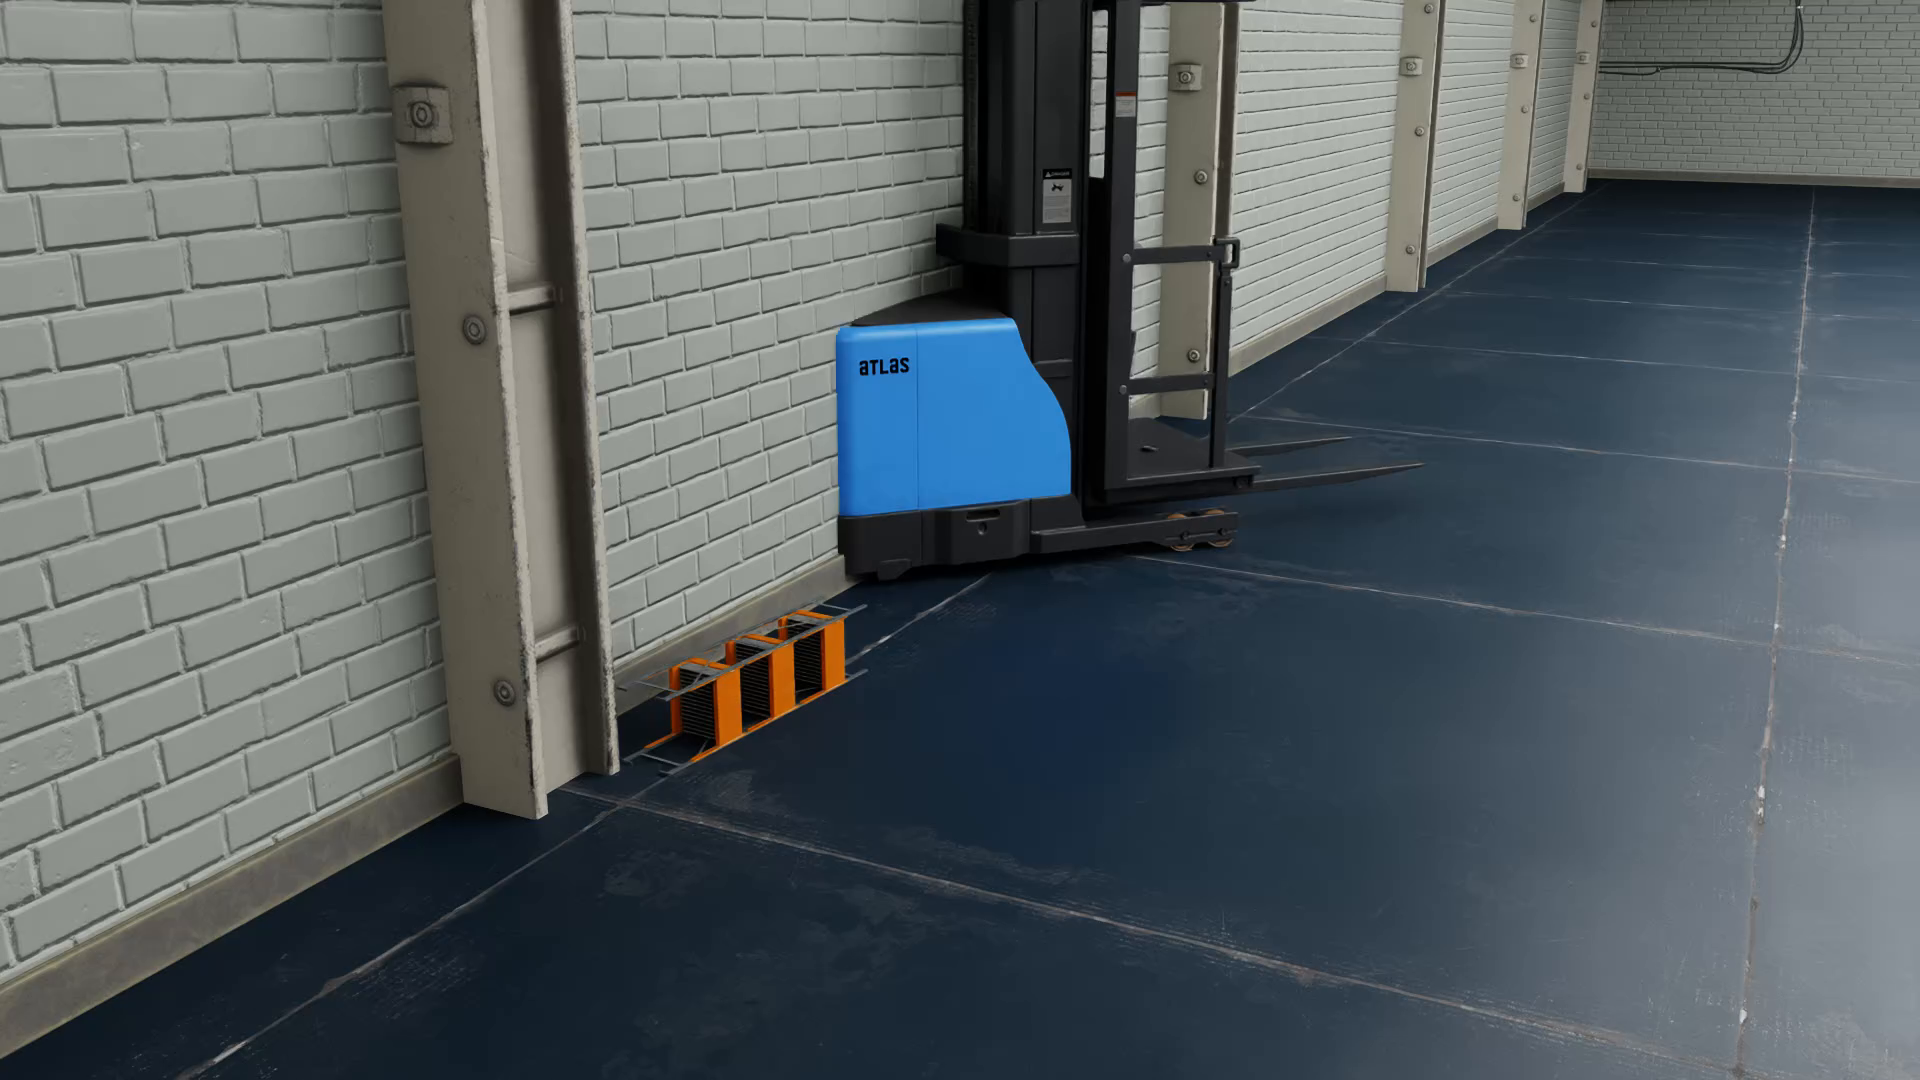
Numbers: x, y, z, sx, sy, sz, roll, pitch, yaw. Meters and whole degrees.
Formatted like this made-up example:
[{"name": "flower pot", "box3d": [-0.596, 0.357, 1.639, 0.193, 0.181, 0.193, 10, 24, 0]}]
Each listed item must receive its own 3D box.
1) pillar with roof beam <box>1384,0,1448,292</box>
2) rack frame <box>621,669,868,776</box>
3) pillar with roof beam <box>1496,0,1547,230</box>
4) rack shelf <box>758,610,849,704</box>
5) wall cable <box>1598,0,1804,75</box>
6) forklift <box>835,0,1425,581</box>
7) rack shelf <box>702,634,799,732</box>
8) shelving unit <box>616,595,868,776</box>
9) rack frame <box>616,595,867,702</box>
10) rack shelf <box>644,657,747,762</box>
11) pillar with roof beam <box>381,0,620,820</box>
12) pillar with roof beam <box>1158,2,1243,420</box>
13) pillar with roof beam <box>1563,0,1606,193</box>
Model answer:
[{"name": "pillar with roof beam", "box3d": [7.941, -6.084, 12.203, 9.100, 9.000, 0.400, 8, 18, 25]}, {"name": "rack frame", "box3d": [-0.692, 0.577, 5.556, 0.200, 0.008, 1.050, 10, 19, 31]}, {"name": "pillar with roof beam", "box3d": [10.622, -7.612, 17.348, 9.100, 9.000, 0.400, 8, 18, 25]}, {"name": "rack shelf", "box3d": [-0.546, 0.395, 5.743, 0.215, 0.240, 0.259, 10, 19, 31]}, {"name": "wall cable", "box3d": [11.951, -8.782, 26.740, 3.097, 2.526, 0.112, 8, 18, 25]}, {"name": "forklift", "box3d": [0.704, -1.485, 7.375, 3.031, 2.935, 1.130, -6, 18, -21]}, {"name": "rack shelf", "box3d": [-0.697, 0.463, 5.512, 0.215, 0.240, 0.259, 10, 19, 31]}, {"name": "shelving unit", "box3d": [-0.692, 0.460, 5.521, 0.215, 0.252, 1.050, 10, 19, 31]}, {"name": "rack frame", "box3d": [-0.692, 0.343, 5.486, 0.200, 0.008, 1.050, 10, 19, 31]}, {"name": "rack shelf", "box3d": [-0.846, 0.530, 5.287, 0.215, 0.240, 0.259, 10, 19, 31]}, {"name": "pillar with roof beam", "box3d": [2.579, -3.027, 1.912, 9.100, 9.000, 0.400, 8, 18, 25]}, {"name": "pillar with roof beam", "box3d": [5.260, -4.556, 7.057, 9.100, 9.000, 0.400, 8, 18, 25]}, {"name": "pillar with roof beam", "box3d": [13.303, -9.140, 22.494, 9.100, 9.000, 0.400, 8, 18, 25]}]
